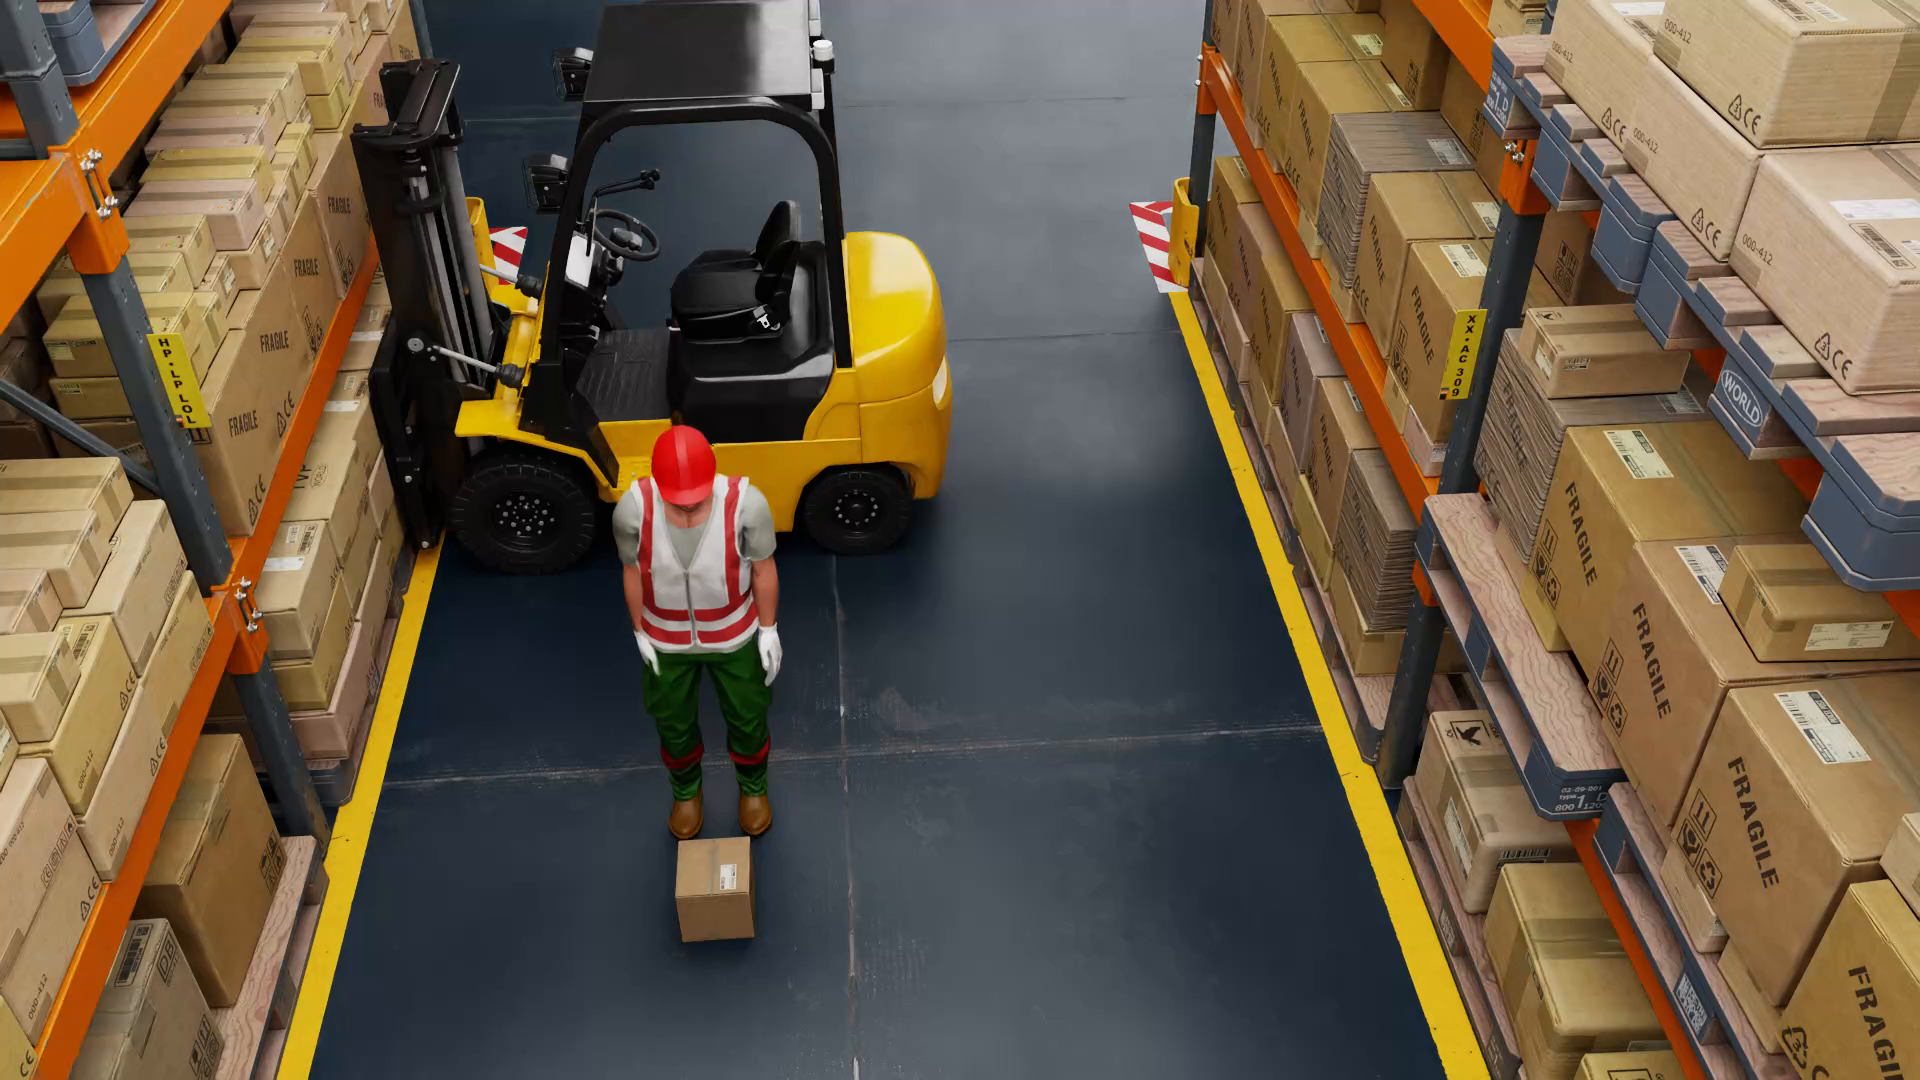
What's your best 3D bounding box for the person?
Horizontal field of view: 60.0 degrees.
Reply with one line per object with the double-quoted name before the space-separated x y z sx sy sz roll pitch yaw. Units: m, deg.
"person" -0.875 0.334 5.732 0.531 1.770 0.377 -2 39 -3
